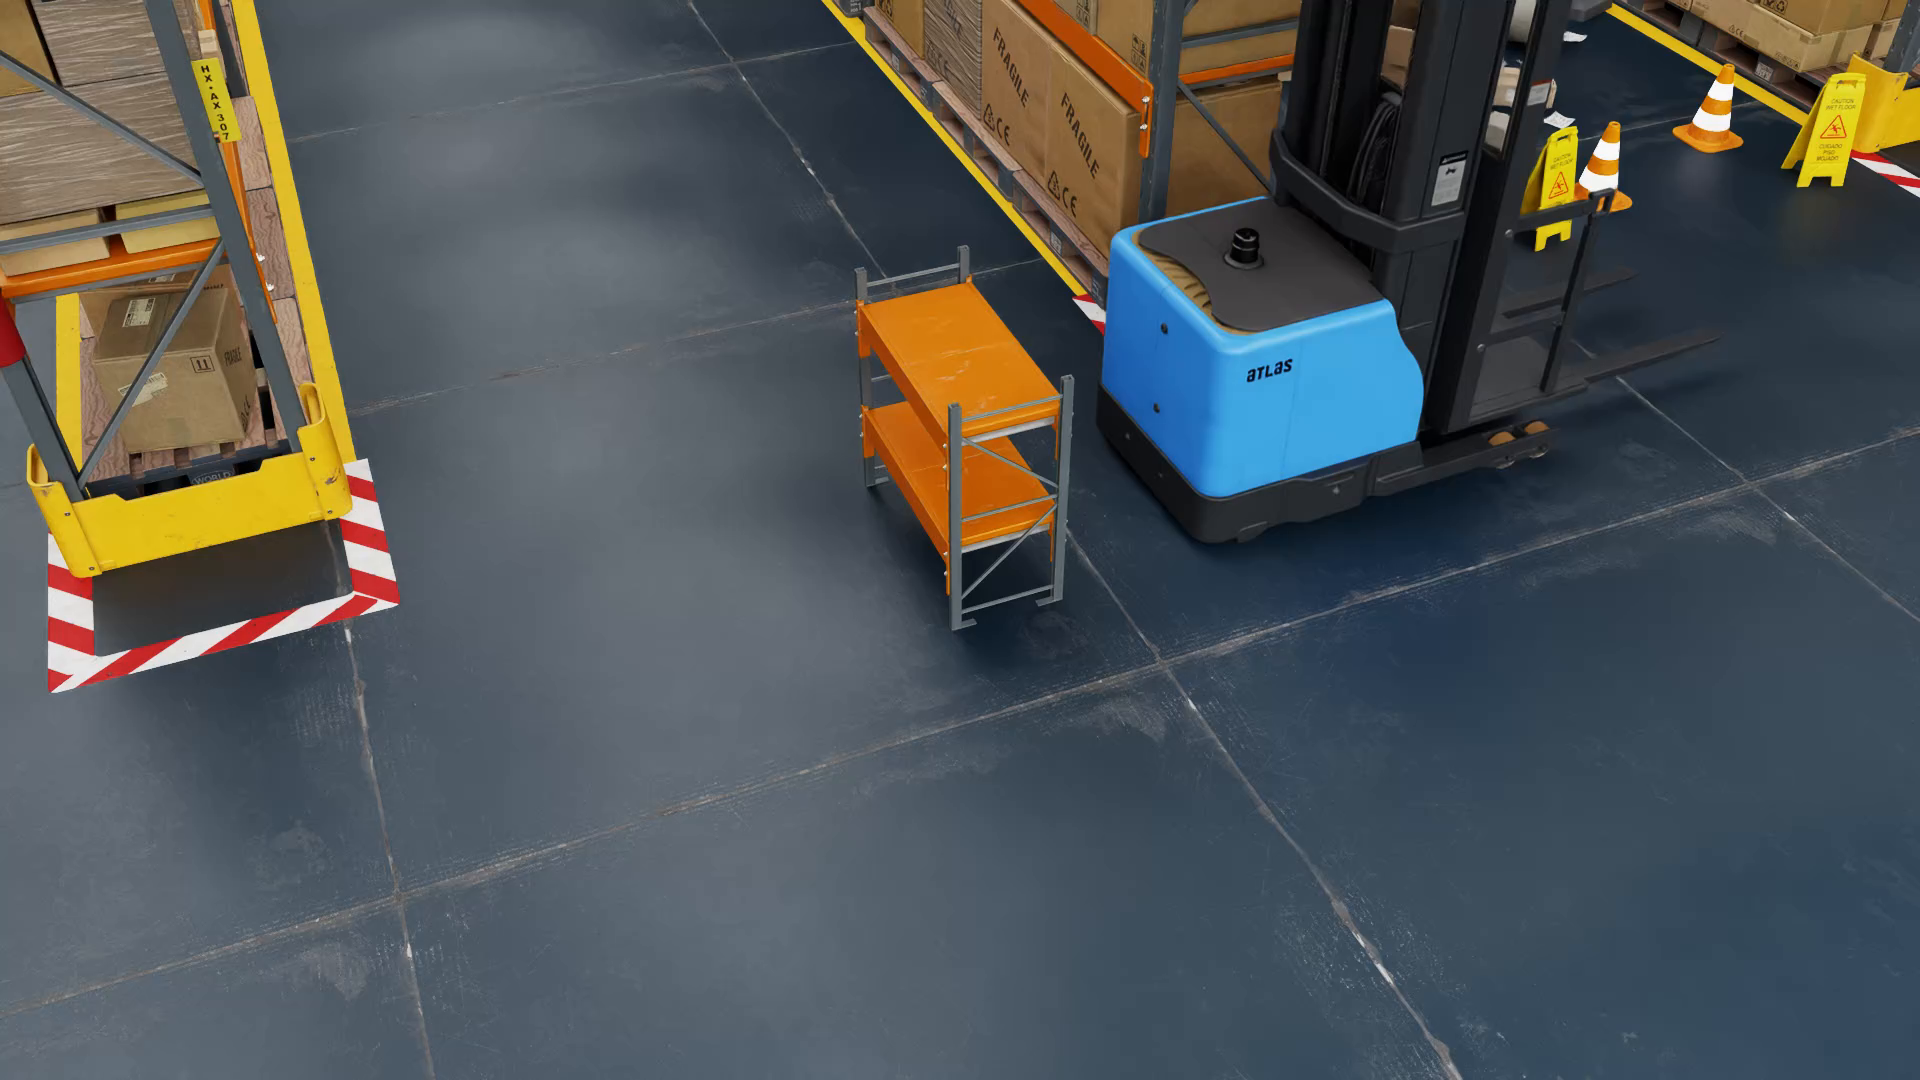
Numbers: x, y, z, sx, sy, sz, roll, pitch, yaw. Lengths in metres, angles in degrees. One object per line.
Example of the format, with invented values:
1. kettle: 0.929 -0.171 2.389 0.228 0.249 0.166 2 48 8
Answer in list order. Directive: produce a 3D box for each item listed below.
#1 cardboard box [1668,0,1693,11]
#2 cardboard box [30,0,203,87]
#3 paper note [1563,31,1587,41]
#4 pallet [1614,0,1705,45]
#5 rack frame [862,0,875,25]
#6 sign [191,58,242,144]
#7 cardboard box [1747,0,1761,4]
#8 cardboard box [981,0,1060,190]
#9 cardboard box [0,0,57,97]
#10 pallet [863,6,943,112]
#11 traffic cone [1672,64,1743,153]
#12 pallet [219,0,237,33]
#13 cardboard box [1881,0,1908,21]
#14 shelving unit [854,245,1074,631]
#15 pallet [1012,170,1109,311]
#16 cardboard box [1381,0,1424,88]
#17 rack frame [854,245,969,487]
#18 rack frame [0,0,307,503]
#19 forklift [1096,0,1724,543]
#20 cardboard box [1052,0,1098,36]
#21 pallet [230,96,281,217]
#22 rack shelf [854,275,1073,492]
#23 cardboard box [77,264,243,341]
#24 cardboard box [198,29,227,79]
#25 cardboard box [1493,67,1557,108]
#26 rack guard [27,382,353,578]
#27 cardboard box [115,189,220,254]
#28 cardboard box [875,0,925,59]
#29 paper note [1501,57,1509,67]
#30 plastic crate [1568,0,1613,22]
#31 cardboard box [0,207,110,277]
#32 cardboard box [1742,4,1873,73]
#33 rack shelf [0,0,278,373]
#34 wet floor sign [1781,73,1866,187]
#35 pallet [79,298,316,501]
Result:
1. cardboard box: 4.935 -3.804 11.159 0.500 0.250 0.500 -17 43 -18
2. cardboard box: -3.225 -2.096 6.315 0.500 0.500 0.500 -15 43 -17
3. paper note: 4.110 -3.381 11.159 0.142 0.019 0.148 -31 49 -31
4. pallet: 5.119 -3.860 11.576 1.003 0.211 1.213 -15 43 -17
5. rack frame: -0.176 -4.753 10.477 1.000 3.000 0.127 -15 43 -17
6. sign: -2.766 -1.631 6.182 0.100 0.325 0.005 -15 43 -17
7. cardboard box: 5.139 -3.771 10.547 0.500 0.500 0.500 -14 43 -15
8. cardboard box: 0.695 -2.619 9.302 0.875 0.875 0.875 -16 43 -18
9. cardboard box: -3.706 -1.966 6.164 0.500 0.500 0.500 -15 43 -17
10. pallet: 0.043 -3.218 10.830 1.003 0.211 1.213 -15 43 -17
11. traffic cone: 4.533 -2.615 9.935 0.336 0.463 0.334 -15 43 -17
12. pallet: -5.567 -3.724 11.419 1.003 0.211 1.213 -15 43 -17
13. cardboard box: 5.826 -3.609 10.358 0.500 0.500 0.500 -16 43 -18
14. shelving unit: -0.003 -0.431 6.888 0.538 1.125 1.048 -15 43 -17
15. pallet: 0.976 -1.748 9.121 1.003 0.211 1.213 -15 43 -17
16. cardboard box: 2.878 -3.119 10.491 0.637 0.503 0.797 19 44 20
17. rack frame: -0.197 -0.737 7.244 0.500 1.125 0.032 -15 43 -17
18. rack frame: -3.267 -1.167 6.306 1.000 3.000 0.127 -15 43 -17
19. forklift: 2.197 -1.737 7.022 3.031 2.935 1.130 -16 43 -18
20. cardboard box: 0.940 -2.938 8.251 0.875 0.550 0.550 -15 43 -17
21. pallet: -4.508 -2.123 9.557 1.003 0.211 1.213 -15 43 -17
22. rack shelf: -0.003 -0.652 6.697 0.538 0.278 1.000 -15 43 -17
23. cardboard box: -3.751 -1.110 7.836 0.500 0.500 0.500 -5 41 -6
24. cardboard box: -3.640 -2.231 7.736 0.380 0.149 0.250 -15 43 -17
25. cardboard box: 3.522 -2.843 10.443 0.380 0.149 0.250 5 41 6
26. rack guard: -3.296 -0.265 7.175 1.175 0.500 0.348 -15 43 -17
27. cardboard box: -3.156 -1.303 6.657 0.380 0.149 0.250 -15 43 -17
28. cardboard box: 0.000 -3.710 10.572 0.875 0.875 0.875 -14 43 -16
29. paper note: 3.502 -3.131 10.876 0.148 0.019 0.142 -2 41 -2
30. plastic crate: 4.202 -3.791 11.598 0.402 0.080 0.583 -31 49 -31
31. cardboard box: -3.567 -1.192 6.528 0.380 0.149 0.250 -15 43 -17
32. cardboard box: 5.322 -3.190 10.446 0.500 0.250 0.500 -15 43 -17
33. rack shelf: -4.032 -2.099 7.942 1.077 0.370 4.000 -15 43 -17
34. wet floor sign: 4.973 -2.365 9.505 0.267 0.644 0.232 -2 41 -2
35. pallet: -3.574 -0.654 7.848 1.003 0.211 1.213 -15 43 -17
